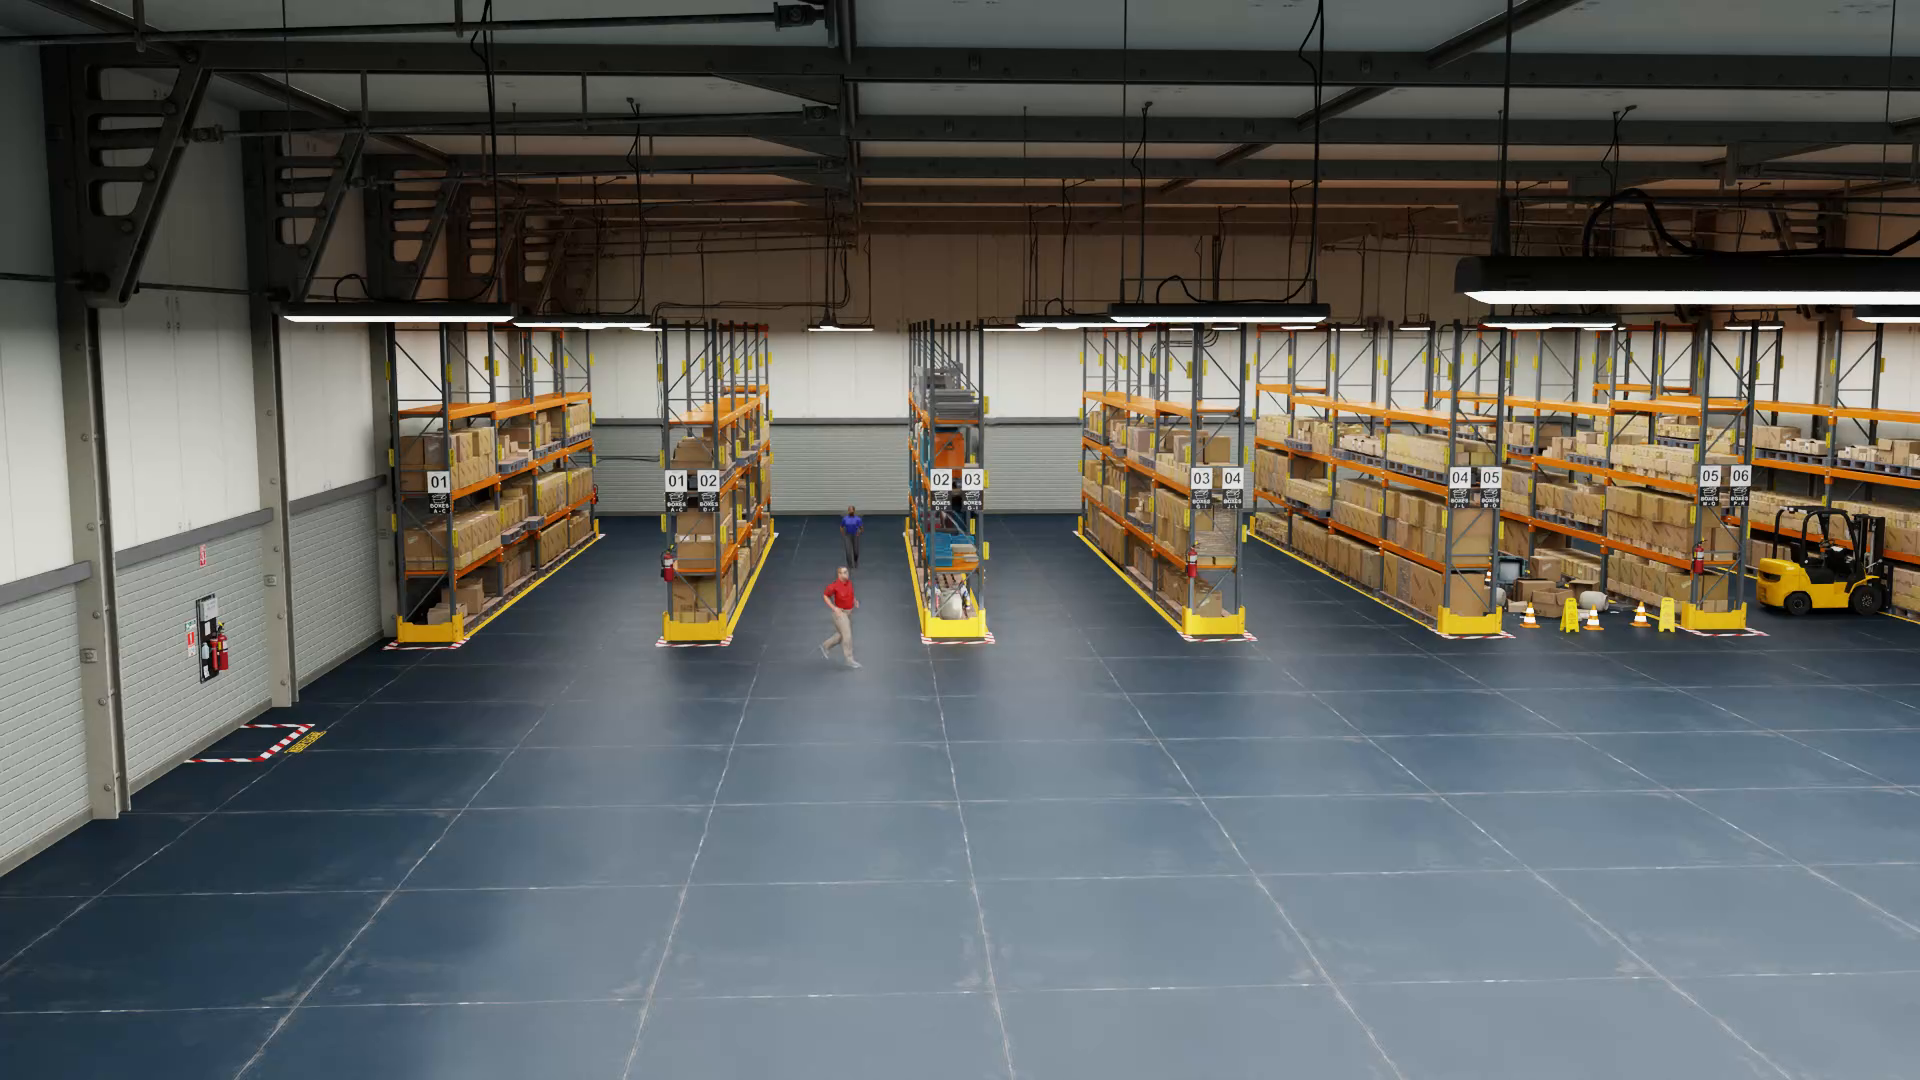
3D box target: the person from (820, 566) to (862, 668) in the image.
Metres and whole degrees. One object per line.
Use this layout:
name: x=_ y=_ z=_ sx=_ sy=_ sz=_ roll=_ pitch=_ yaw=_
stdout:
person: x=-2.060 y=1.303 z=28.727 sx=0.912 sy=1.727 sz=0.653 roll=4 pitch=8 yaw=29

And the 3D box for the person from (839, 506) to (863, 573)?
person: x=-2.630 y=-0.035 z=40.198 sx=0.576 sy=1.604 sz=0.612 roll=0 pitch=7 yaw=-1
